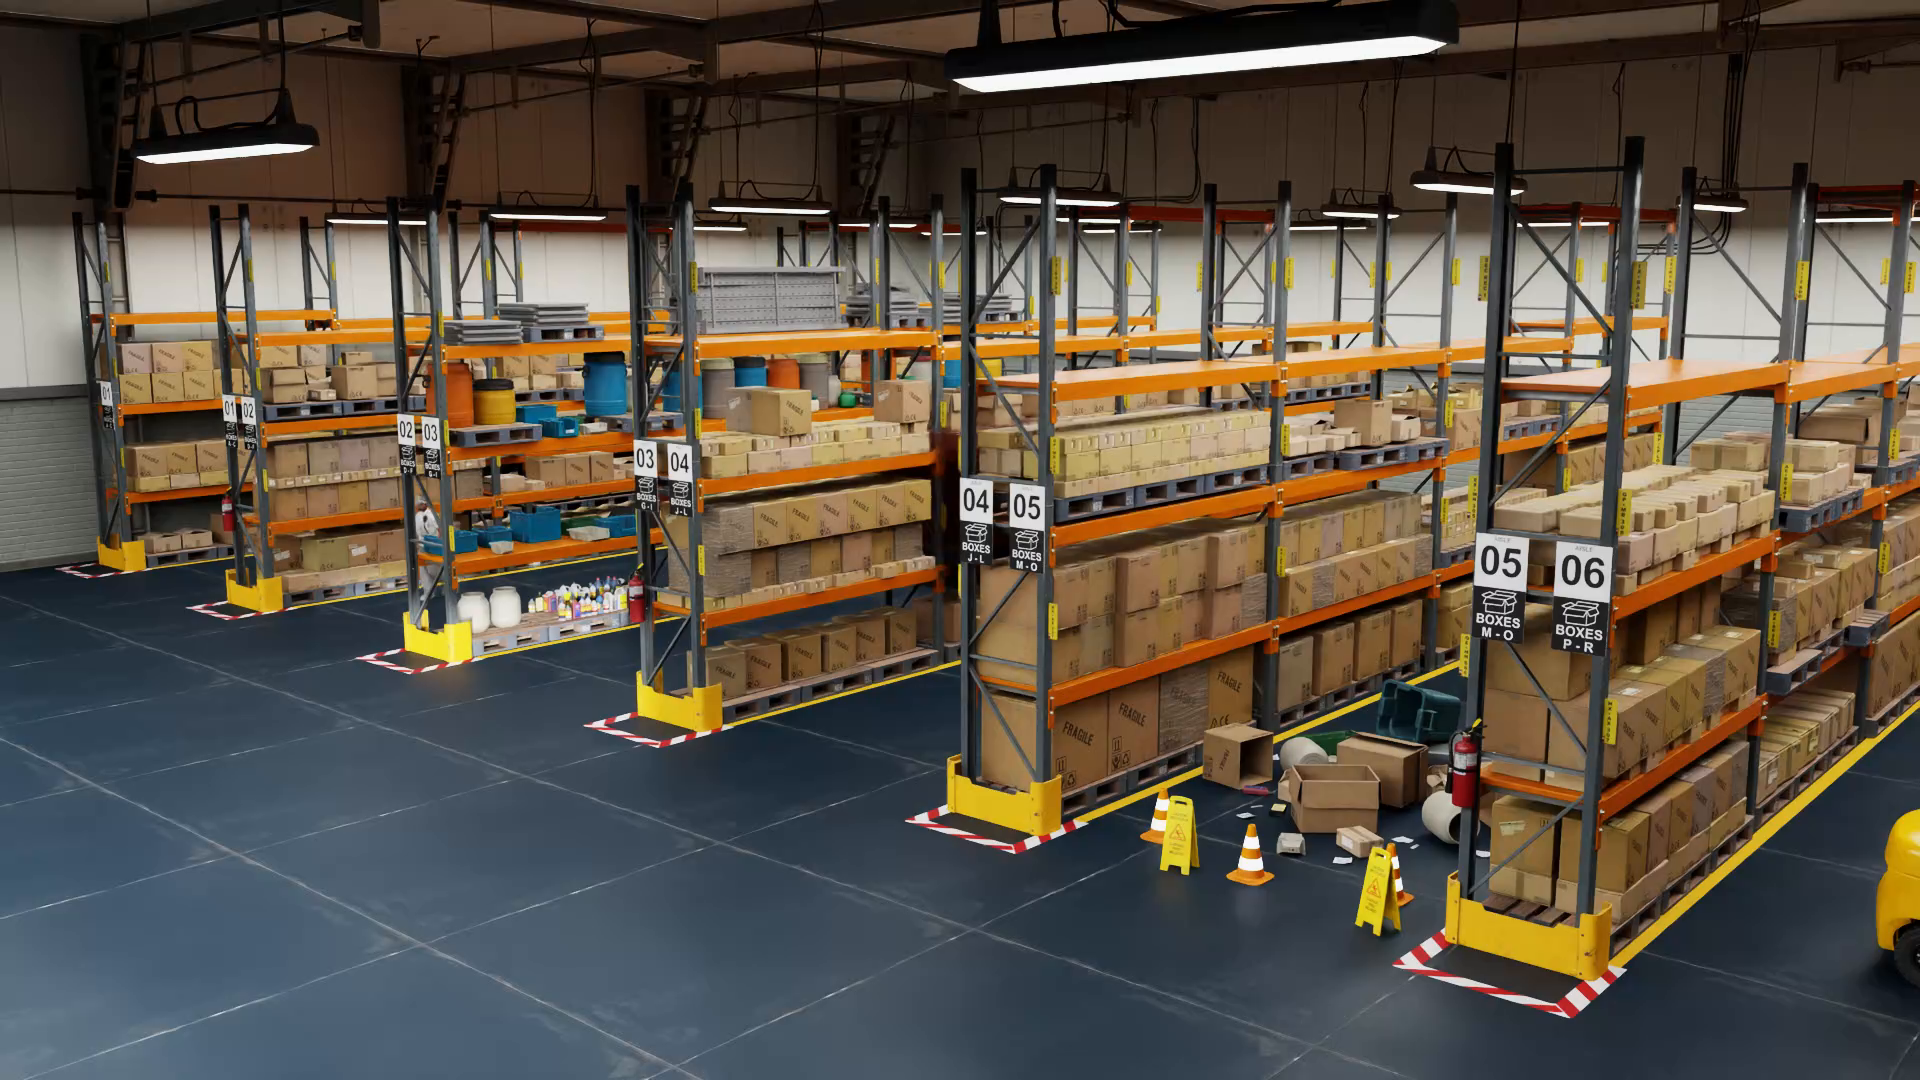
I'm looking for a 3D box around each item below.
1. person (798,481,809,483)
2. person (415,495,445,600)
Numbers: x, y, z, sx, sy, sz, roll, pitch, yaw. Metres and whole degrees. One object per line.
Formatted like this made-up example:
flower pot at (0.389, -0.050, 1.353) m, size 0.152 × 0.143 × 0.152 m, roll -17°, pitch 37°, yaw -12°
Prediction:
person at (-2.398, -0.227, 25.428) m, size 0.617 × 1.730 × 1.032 m, roll 4°, pitch 10°, yaw 25°
person at (-8.173, 0.095, 25.781) m, size 0.540 × 1.658 × 0.554 m, roll 6°, pitch 11°, yaw 33°
